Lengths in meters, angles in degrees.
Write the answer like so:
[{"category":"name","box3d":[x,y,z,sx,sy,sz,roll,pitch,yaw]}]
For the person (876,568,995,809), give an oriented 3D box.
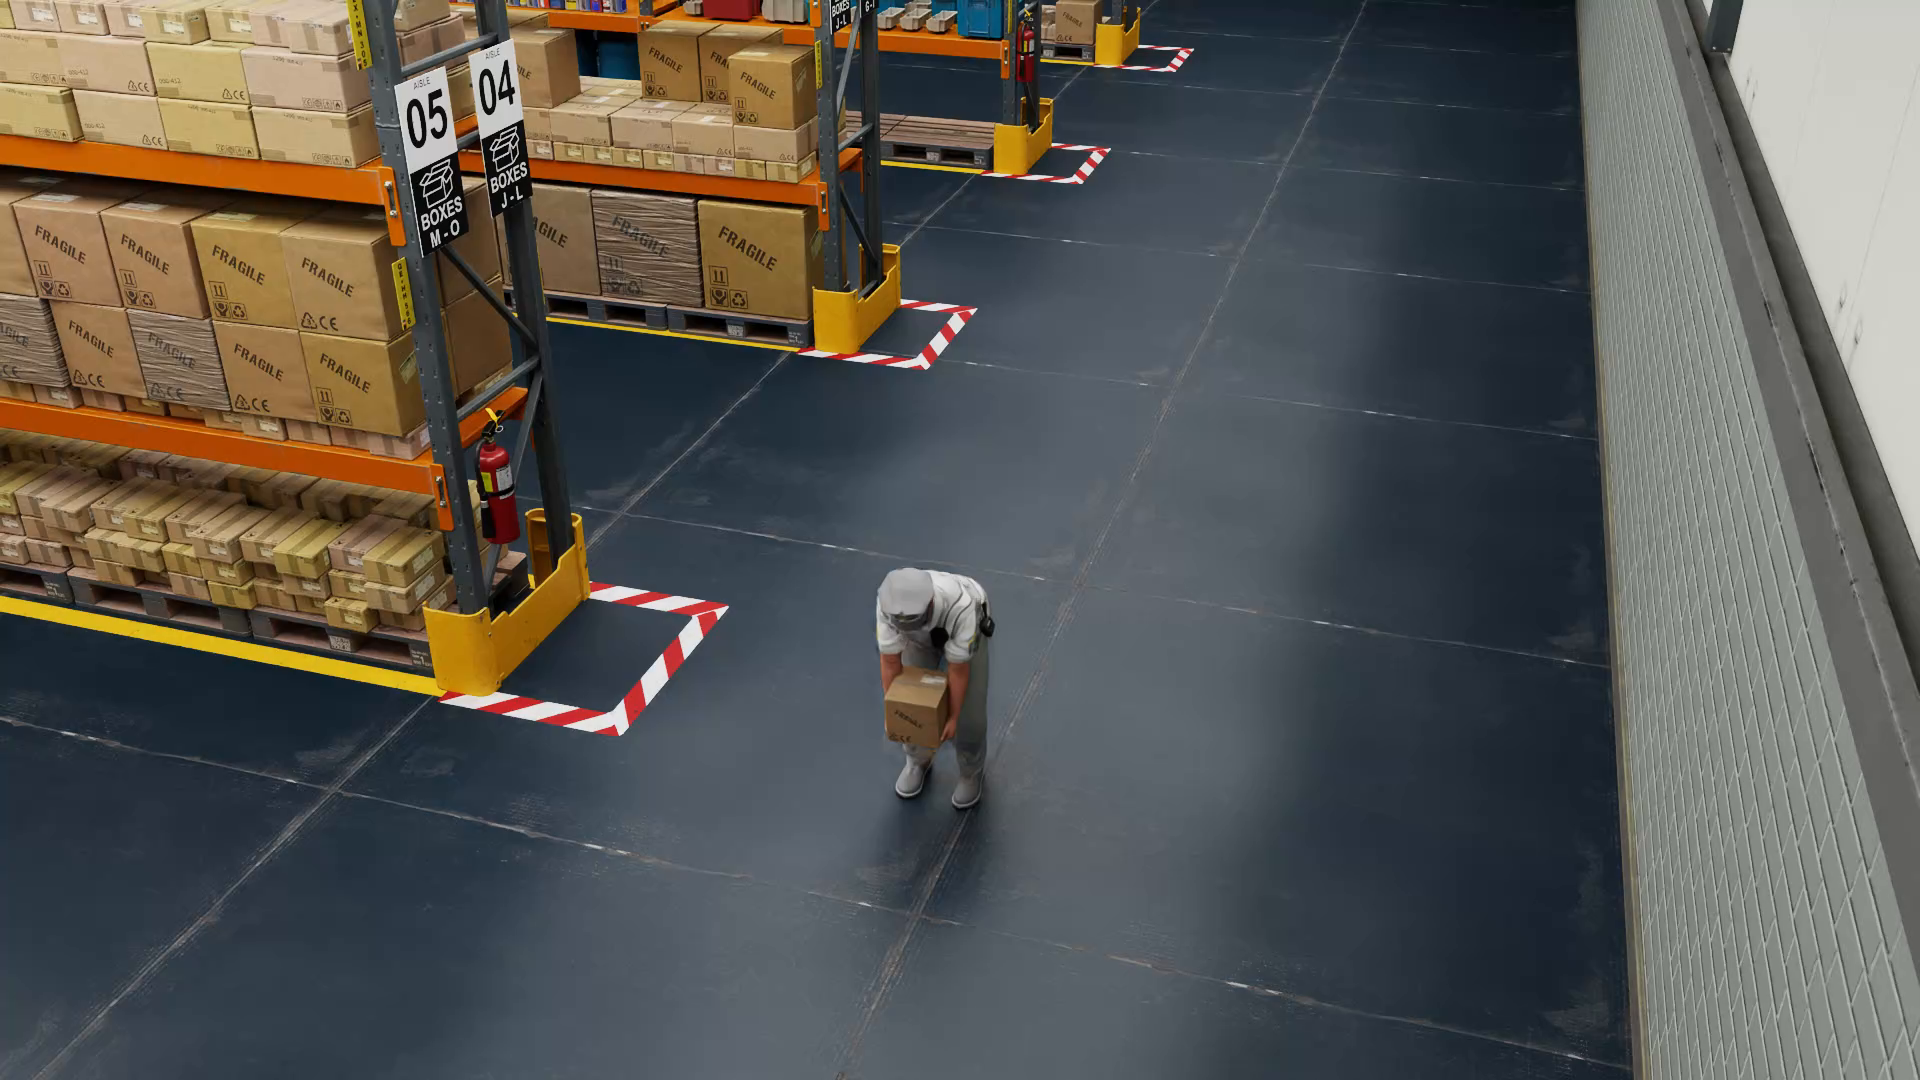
[{"category":"person","box3d":[-0.141,0.648,7.626,0.479,1.477,0.919,8,30,14]}]
